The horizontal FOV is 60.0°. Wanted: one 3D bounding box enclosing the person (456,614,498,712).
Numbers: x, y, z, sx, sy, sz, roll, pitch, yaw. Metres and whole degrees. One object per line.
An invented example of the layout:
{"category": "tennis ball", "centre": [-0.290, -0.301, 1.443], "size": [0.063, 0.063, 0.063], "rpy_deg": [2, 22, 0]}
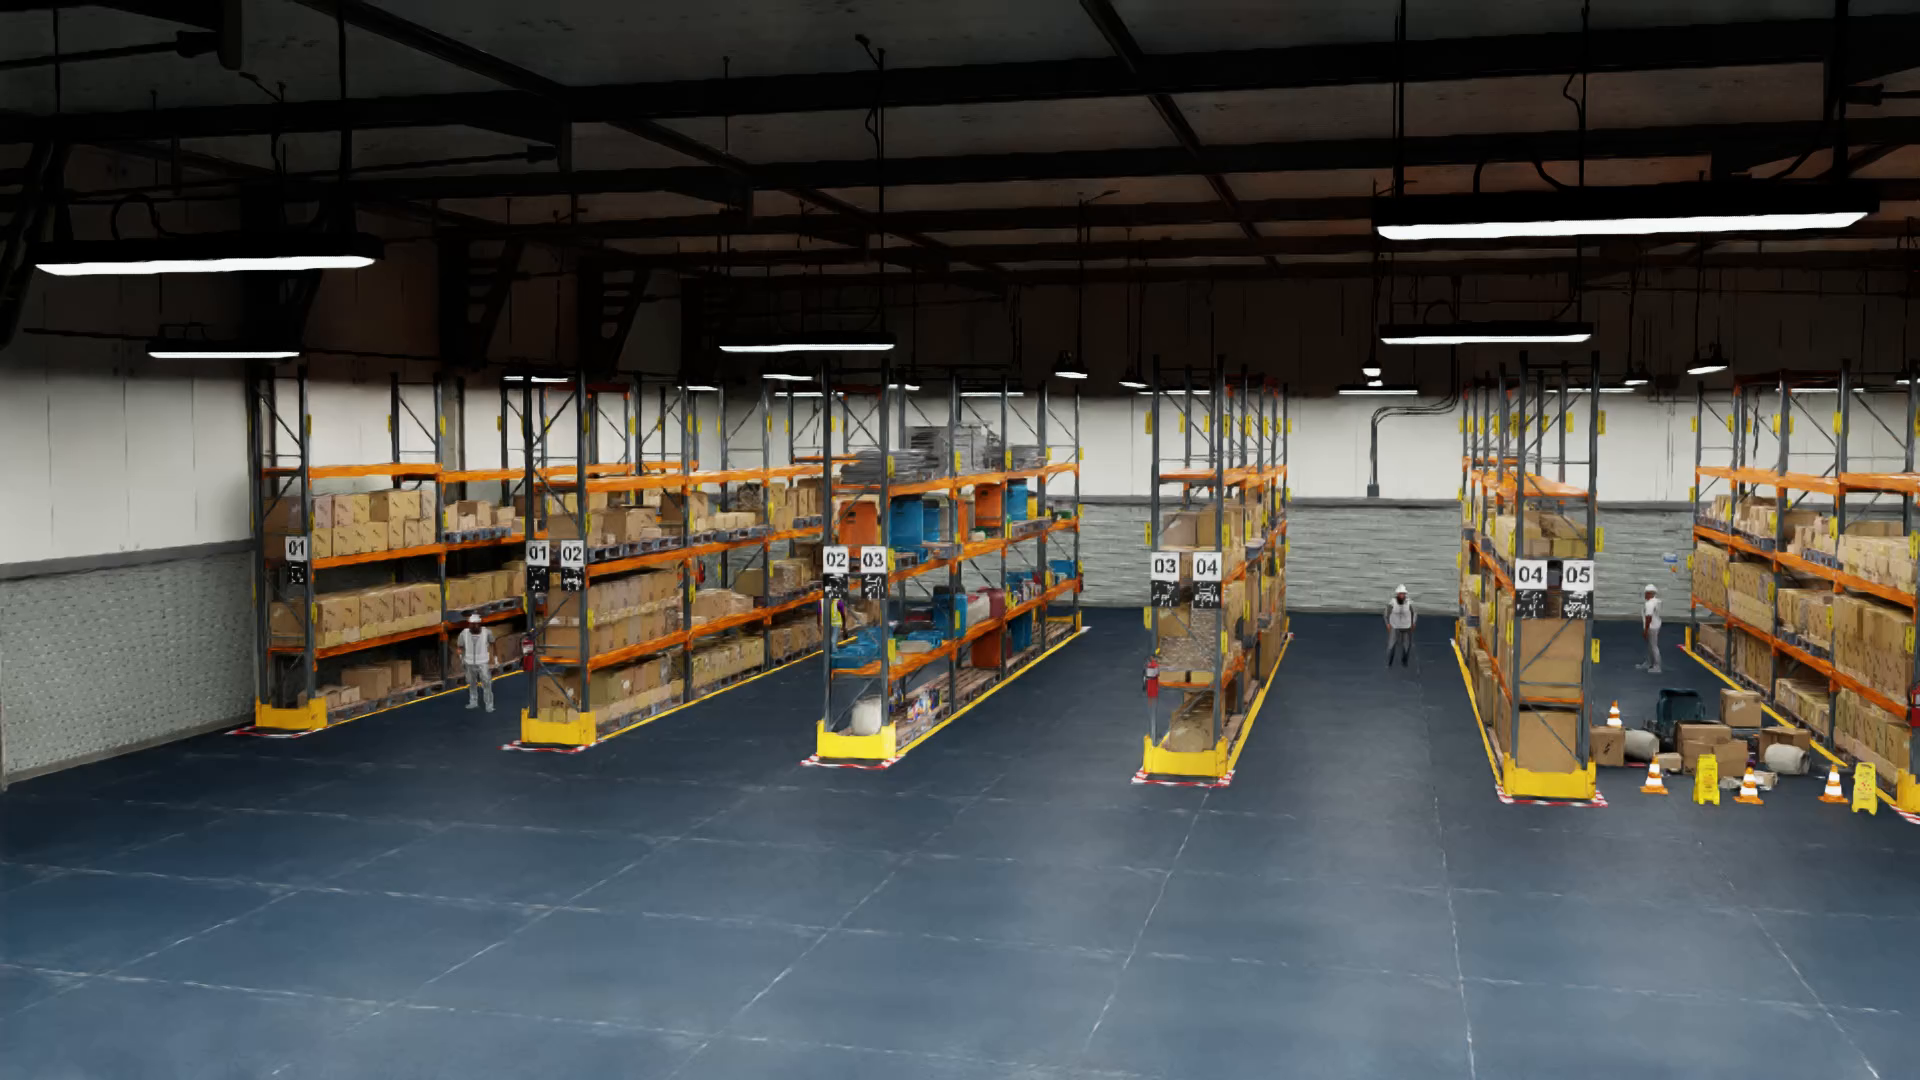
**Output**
{"category": "person", "centre": [-8.438, 2.128, 29.090], "size": [0.696, 1.716, 0.832], "rpy_deg": [0, 4, -4]}

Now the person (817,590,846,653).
{"category": "person", "centre": [-2.708, 1.758, 34.579], "size": [0.579, 1.688, 1.108], "rpy_deg": [1, 4, 16]}

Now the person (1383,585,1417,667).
{"category": "person", "centre": [9.093, 1.780, 34.349], "size": [0.677, 1.725, 0.574], "rpy_deg": [1, 4, 12]}

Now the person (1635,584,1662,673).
{"category": "person", "centre": [13.985, 1.779, 33.726], "size": [0.557, 1.764, 0.651], "rpy_deg": [3, 5, 33]}
